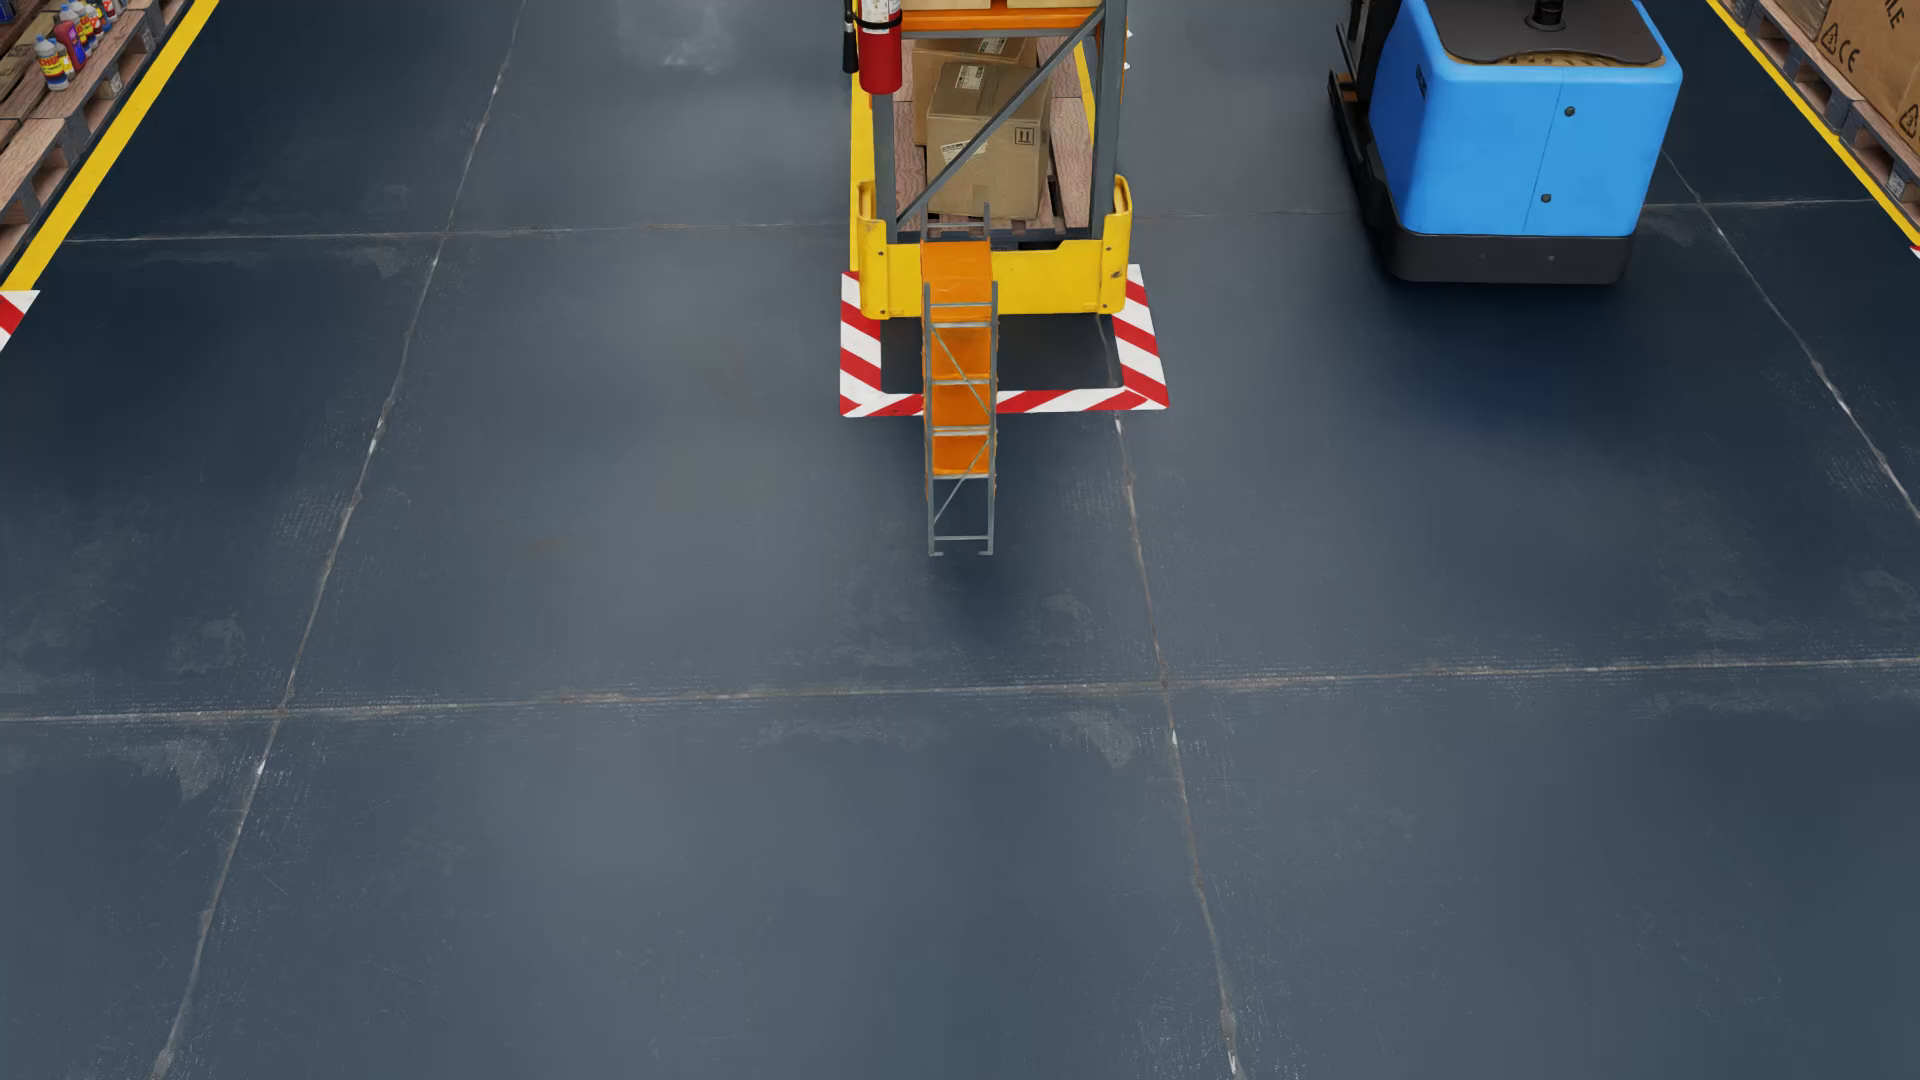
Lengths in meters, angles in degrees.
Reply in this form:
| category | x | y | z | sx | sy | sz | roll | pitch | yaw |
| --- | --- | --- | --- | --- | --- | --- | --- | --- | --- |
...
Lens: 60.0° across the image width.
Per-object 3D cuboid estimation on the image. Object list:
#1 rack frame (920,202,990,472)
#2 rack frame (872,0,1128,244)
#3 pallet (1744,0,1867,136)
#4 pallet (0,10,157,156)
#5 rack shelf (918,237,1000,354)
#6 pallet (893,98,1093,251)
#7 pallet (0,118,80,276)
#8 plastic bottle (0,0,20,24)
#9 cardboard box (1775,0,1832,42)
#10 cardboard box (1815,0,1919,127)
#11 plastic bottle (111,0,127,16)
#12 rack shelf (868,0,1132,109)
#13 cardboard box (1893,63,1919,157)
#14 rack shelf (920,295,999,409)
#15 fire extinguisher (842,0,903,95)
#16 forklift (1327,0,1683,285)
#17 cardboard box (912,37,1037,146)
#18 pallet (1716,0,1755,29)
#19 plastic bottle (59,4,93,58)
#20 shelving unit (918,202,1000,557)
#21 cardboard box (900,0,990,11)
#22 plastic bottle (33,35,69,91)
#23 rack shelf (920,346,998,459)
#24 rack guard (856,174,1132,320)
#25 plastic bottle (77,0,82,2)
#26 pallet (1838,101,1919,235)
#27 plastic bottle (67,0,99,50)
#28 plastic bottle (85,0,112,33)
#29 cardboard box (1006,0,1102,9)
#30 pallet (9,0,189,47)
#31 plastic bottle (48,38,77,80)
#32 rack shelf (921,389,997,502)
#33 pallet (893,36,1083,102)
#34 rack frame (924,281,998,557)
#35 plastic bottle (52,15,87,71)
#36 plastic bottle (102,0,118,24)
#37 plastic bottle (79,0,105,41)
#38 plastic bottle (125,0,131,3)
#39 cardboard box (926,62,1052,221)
| category | x | y | z | sx | sy | sz | roll | pitch | yaw |
| --- | --- | --- | --- | --- | --- | --- | --- | --- | --- |
| rack frame | -0.017 | -0.719 | 6.146 | 0.240 | 1.200 | 0.015 | -2 | 43 | -2 |
| rack frame | 0.145 | -2.154 | 6.381 | 1.000 | 3.000 | 0.127 | -2 | 43 | -2 |
| pallet | 4.944 | -2.560 | 8.886 | 1.003 | 0.211 | 1.213 | -2 | 43 | -2 |
| pallet | -4.932 | -2.405 | 8.717 | 1.003 | 0.211 | 1.213 | -2 | 43 | -2 |
| rack shelf | -0.007 | -0.844 | 5.701 | 0.258 | 0.148 | 0.480 | -2 | 43 | -2 |
| pallet | 0.142 | -1.727 | 7.978 | 1.003 | 0.211 | 1.213 | -2 | 43 | -2 |
| pallet | -4.883 | -1.583 | 7.821 | 1.003 | 0.211 | 1.213 | -2 | 43 | -2 |
| plastic bottle | -5.181 | -2.921 | 8.907 | 0.152 | 0.276 | 0.135 | -2 | 43 | -2 |
| cardboard box | 4.934 | -3.266 | 8.854 | 0.875 | 0.875 | 0.875 | -1 | 43 | -1 |
| cardboard box | 4.970 | -2.650 | 8.183 | 0.875 | 0.875 | 0.875 | -2 | 43 | -2 |
| plastic bottle | -4.633 | -2.987 | 8.979 | 0.152 | 0.276 | 0.135 | -1 | 43 | -1 |
| rack shelf | 0.060 | -3.239 | 8.097 | 1.077 | 0.370 | 4.000 | -2 | 43 | -2 |
| cardboard box | 5.010 | -2.056 | 7.535 | 0.875 | 0.875 | 0.875 | -1 | 43 | -2 |
| rack shelf | -0.007 | -0.669 | 5.861 | 0.258 | 0.148 | 0.480 | -2 | 43 | -2 |
| fire extinguisher | -0.311 | -2.035 | 6.308 | 0.296 | 0.674 | 0.183 | -2 | 43 | -2 |
| forklift | 2.491 | -3.190 | 7.561 | 1.130 | 2.935 | 3.031 | 1 | 43 | 1 |
| cardboard box | 0.075 | -2.212 | 7.983 | 0.500 | 0.500 | 0.500 | 9 | 43 | 9 |
| pallet | 4.889 | -3.385 | 9.787 | 1.003 | 0.211 | 1.213 | -2 | 43 | -2 |
| plastic bottle | -4.584 | -2.633 | 8.596 | 0.097 | 0.271 | 0.097 | 0 | 43 | 0 |
| shelving unit | -0.007 | -0.554 | 5.966 | 0.258 | 1.200 | 0.503 | -2 | 43 | -2 |
| cardboard box | -0.074 | -2.248 | 6.669 | 0.380 | 0.149 | 0.250 | -2 | 43 | -2 |
| plastic bottle | -4.569 | -2.402 | 8.344 | 0.097 | 0.271 | 0.097 | 0 | 43 | 0 |
| rack shelf | -0.007 | -0.504 | 6.012 | 0.258 | 0.148 | 0.480 | -2 | 43 | -2 |
| rack guard | 0.142 | -1.284 | 7.281 | 1.175 | 0.500 | 0.348 | -2 | 43 | -2 |
| plastic bottle | -4.740 | -2.986 | 8.973 | 0.061 | 0.283 | 0.133 | -2 | 43 | -2 |
| pallet | 4.992 | -1.738 | 7.990 | 1.003 | 0.211 | 1.213 | -2 | 43 | -2 |
| plastic bottle | -4.588 | -2.701 | 8.670 | 0.097 | 0.271 | 0.097 | 0 | 43 | 0 |
| plastic bottle | -4.597 | -2.837 | 8.819 | 0.097 | 0.271 | 0.097 | 0 | 43 | 0 |
| cardboard box | 0.371 | -2.261 | 6.683 | 0.380 | 0.149 | 0.250 | -2 | 43 | -2 |
| pallet | -4.987 | -3.230 | 9.618 | 1.003 | 0.211 | 1.213 | -2 | 43 | -2 |
| plastic bottle | -4.574 | -2.446 | 8.444 | 0.097 | 0.201 | 0.097 | 0 | 43 | 0 |
| rack shelf | -0.007 | -0.358 | 6.146 | 0.258 | 0.148 | 0.480 | -2 | 43 | -2 |
| pallet | 0.094 | -2.549 | 8.875 | 1.003 | 0.211 | 1.213 | -2 | 43 | -2 |
| rack frame | 0.003 | -0.389 | 5.787 | 0.240 | 1.200 | 0.015 | -2 | 43 | -2 |
| plastic bottle | -4.561 | -2.559 | 8.507 | 0.061 | 0.283 | 0.133 | -1 | 43 | -1 |
| plastic bottle | -4.601 | -2.880 | 8.918 | 0.097 | 0.201 | 0.097 | 0 | 43 | 0 |
| plastic bottle | -4.592 | -2.742 | 8.767 | 0.097 | 0.201 | 0.097 | 0 | 43 | 0 |
| plastic bottle | -4.636 | -3.124 | 9.073 | 0.144 | 0.351 | 0.185 | -2 | 43 | -2 |
| cardboard box | 0.135 | -1.810 | 7.544 | 0.500 | 0.500 | 0.500 | 6 | 43 | 6 |
